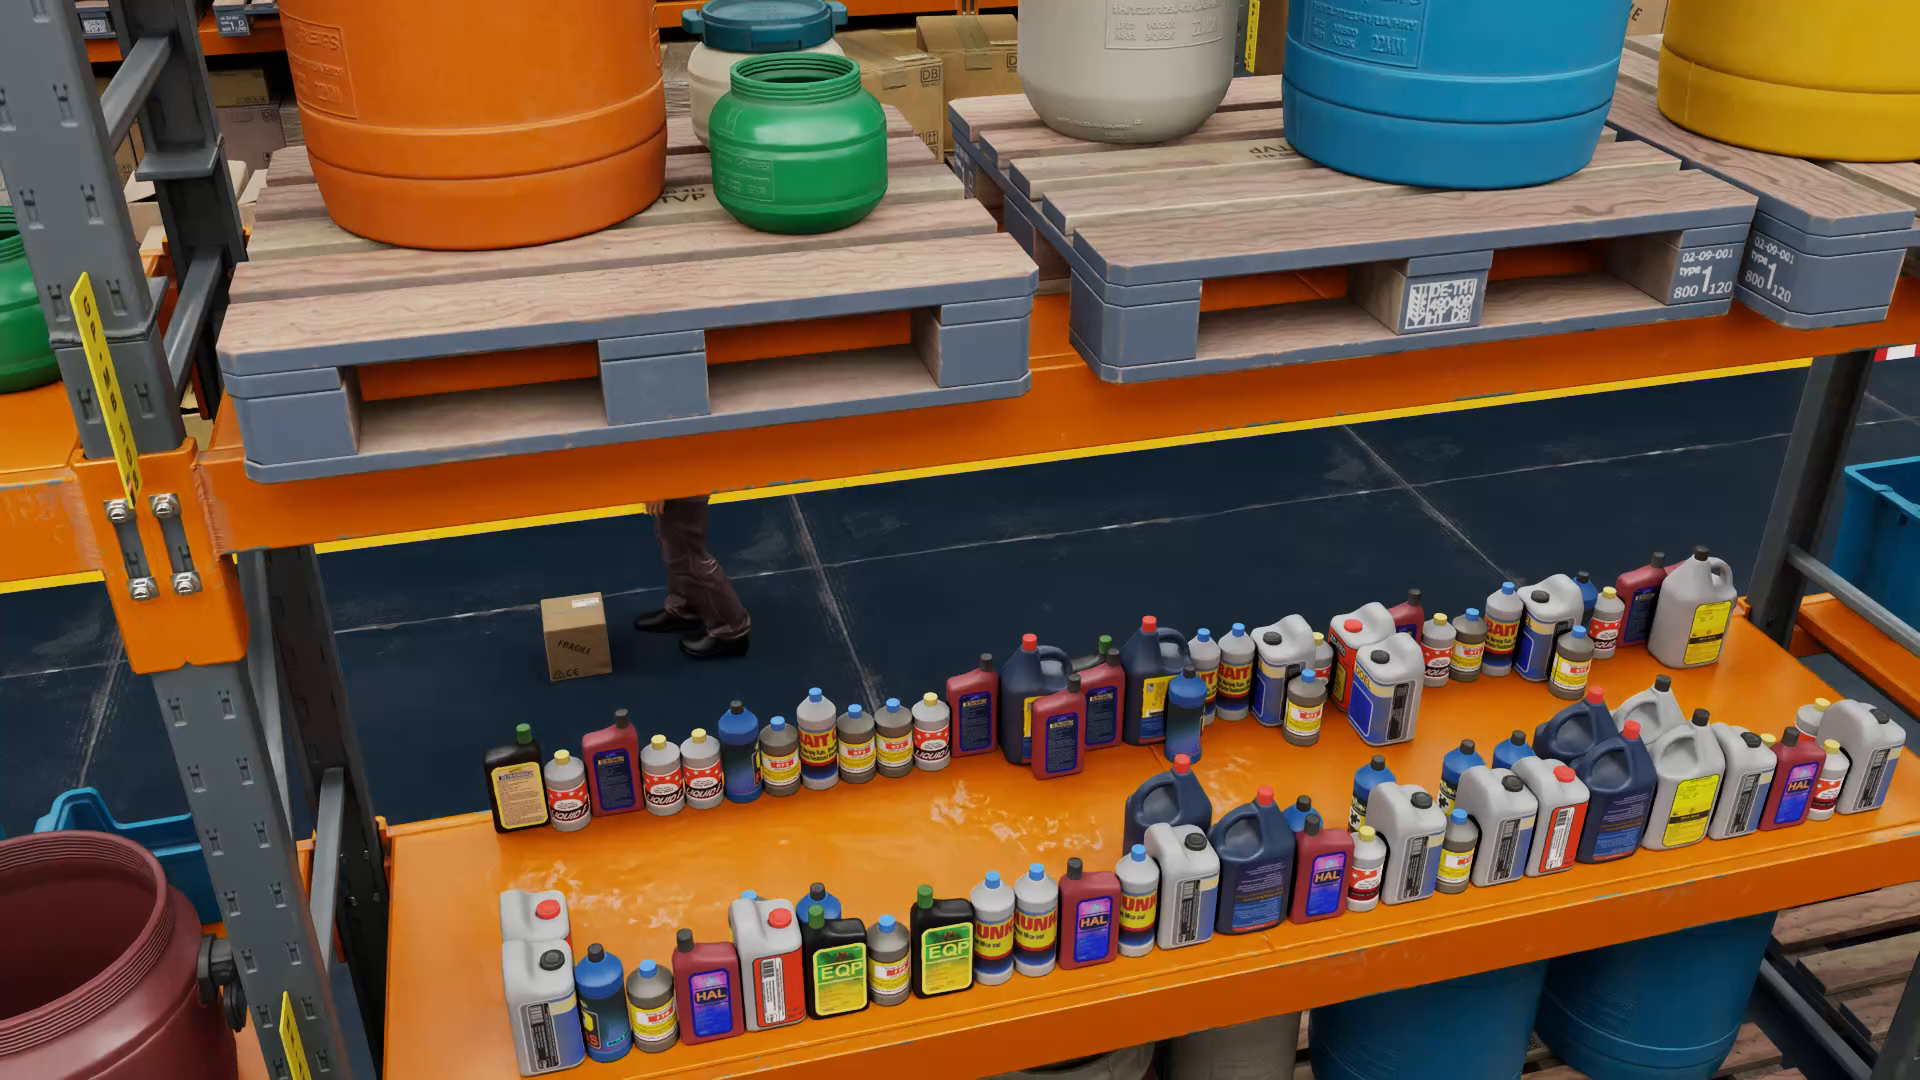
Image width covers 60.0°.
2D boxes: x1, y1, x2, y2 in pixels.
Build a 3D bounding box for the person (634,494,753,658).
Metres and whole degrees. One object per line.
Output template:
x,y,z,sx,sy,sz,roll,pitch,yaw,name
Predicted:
-1.141,-0.306,6.679,0.523,1.736,0.555,-3,30,-5,person
